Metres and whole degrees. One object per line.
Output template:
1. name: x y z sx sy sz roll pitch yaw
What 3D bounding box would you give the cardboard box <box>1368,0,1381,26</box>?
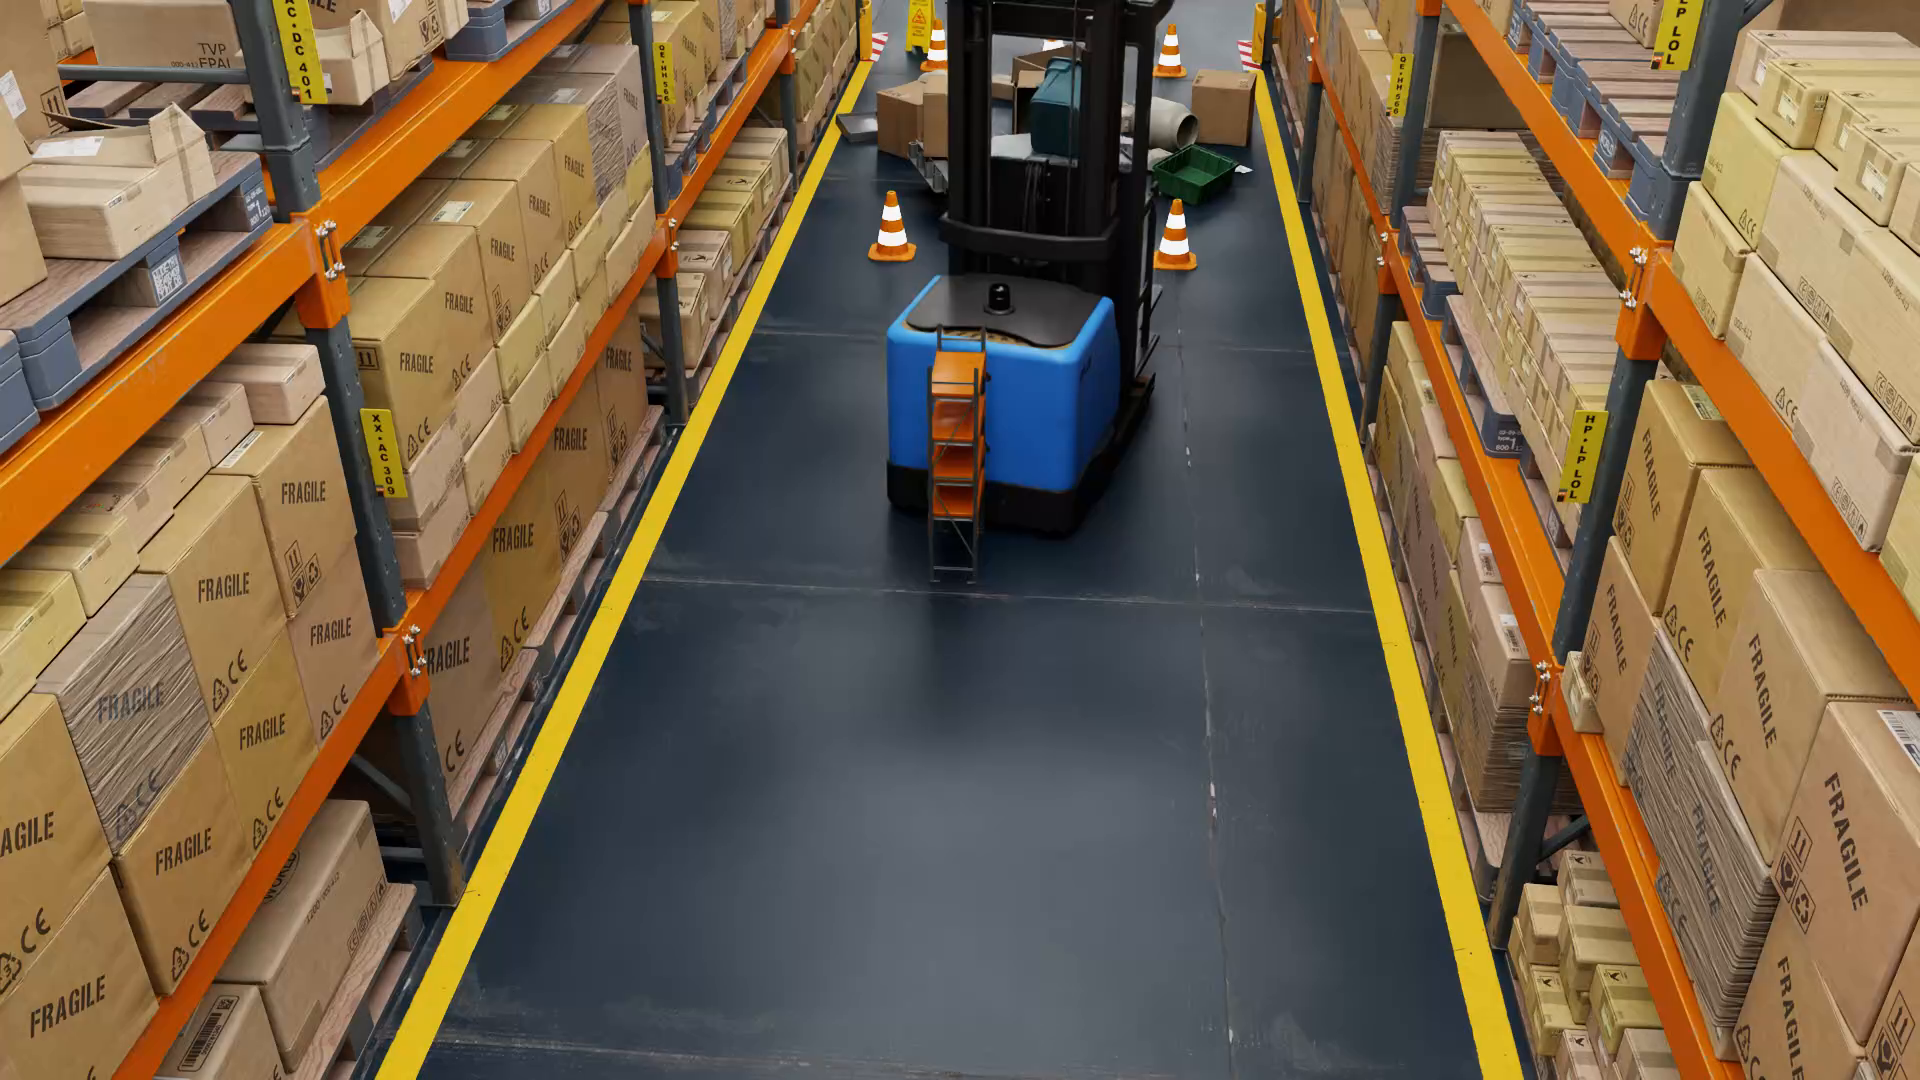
1. cardboard box: 3.037 -3.602 10.687 0.700 0.500 0.500 3 32 4

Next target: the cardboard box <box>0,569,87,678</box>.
1. cardboard box: -2.316 0.194 3.910 0.380 0.149 0.250 2 32 3

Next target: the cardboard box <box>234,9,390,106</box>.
1. cardboard box: -2.051 -1.548 5.271 0.396 0.266 0.258 2 32 4

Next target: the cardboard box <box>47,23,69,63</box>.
1. cardboard box: -6.623 -3.436 11.609 0.500 0.250 0.500 3 32 4

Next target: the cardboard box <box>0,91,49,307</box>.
1. cardboard box: -2.518 -0.738 3.635 0.797 0.503 0.637 5 32 8

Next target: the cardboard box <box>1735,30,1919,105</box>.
1. cardboard box: 2.236 -1.198 4.262 0.380 0.149 0.250 2 32 3

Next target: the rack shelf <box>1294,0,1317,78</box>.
1. rack shelf: 3.315 -4.666 14.149 1.077 0.370 4.000 2 32 4

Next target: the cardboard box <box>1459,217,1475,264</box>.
1. cardboard box: 2.529 -1.376 7.679 0.380 0.149 0.250 3 32 4

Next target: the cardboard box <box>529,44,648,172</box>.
1. cardboard box: -1.896 -2.181 8.381 0.500 0.500 0.500 2 32 3

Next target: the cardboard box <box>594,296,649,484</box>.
1. cardboard box: -2.254 -0.911 8.993 0.875 0.875 0.875 2 32 4

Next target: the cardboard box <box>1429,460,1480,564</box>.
1. cardboard box: 2.394 -0.123 7.358 0.500 0.250 0.500 1 32 2

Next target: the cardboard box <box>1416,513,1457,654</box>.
1. cardboard box: 2.399 0.208 7.536 0.500 0.500 0.500 2 32 3

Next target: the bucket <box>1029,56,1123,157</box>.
1. bucket: 0.866 -3.350 12.998 0.726 0.611 0.620 14 44 21

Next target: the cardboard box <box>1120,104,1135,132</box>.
1. cardboard box: 1.457 -3.740 14.566 0.396 0.266 0.258 8 32 12

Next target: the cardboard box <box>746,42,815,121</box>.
1. cardboard box: -1.472 -3.710 13.417 0.500 0.500 0.500 4 32 6

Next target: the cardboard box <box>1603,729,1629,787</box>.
1. cardboard box: 2.205 0.636 5.099 0.380 0.149 0.250 3 32 5

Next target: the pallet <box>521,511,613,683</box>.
1. pallet: -2.356 0.238 8.162 1.003 0.211 1.213 2 32 4

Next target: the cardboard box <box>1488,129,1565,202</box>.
1. cardboard box: 3.133 -2.101 9.205 0.500 0.500 0.500 3 32 5

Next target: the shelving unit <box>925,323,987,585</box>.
1. shelving unit: -0.017 -0.420 8.288 0.258 1.200 0.503 3 32 5

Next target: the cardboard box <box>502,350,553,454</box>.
1. cardboard box: -2.043 -0.595 7.000 0.500 0.250 0.500 2 32 4

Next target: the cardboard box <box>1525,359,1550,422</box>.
1. cardboard box: 2.398 -0.569 6.370 0.380 0.149 0.250 1 32 2

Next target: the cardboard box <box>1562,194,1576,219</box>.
1. cardboard box: 3.245 -1.630 8.374 0.380 0.149 0.250 3 32 5

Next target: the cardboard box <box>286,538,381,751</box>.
1. cardboard box: -2.224 0.309 5.295 0.500 0.500 0.500 3 32 4

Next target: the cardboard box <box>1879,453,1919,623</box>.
1. cardboard box: 2.061 0.081 3.044 0.500 0.250 0.500 4 32 6

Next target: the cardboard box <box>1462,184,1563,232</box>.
1. cardboard box: 2.530 -1.520 7.629 0.380 0.149 0.250 1 32 2

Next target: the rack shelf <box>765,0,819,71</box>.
1. rack shelf: -1.626 -4.825 14.406 1.077 0.370 4.000 2 32 4

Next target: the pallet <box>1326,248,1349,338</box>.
1. pallet: 3.068 -1.693 11.297 1.003 0.211 1.213 2 32 4

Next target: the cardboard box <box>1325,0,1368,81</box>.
1. cardboard box: 2.801 -3.442 11.381 0.500 0.500 0.500 3 32 4

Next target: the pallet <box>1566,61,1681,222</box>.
1. pallet: 2.658 -1.259 5.254 1.213 0.211 1.003 2 32 4

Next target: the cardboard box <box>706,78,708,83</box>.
1. cardboard box: -1.810 -2.937 10.496 0.380 0.149 0.250 4 32 6

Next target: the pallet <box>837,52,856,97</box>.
1. pallet: -1.571 -4.527 15.895 1.003 0.211 1.213 2 32 4

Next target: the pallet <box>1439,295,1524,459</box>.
1. pallet: 2.707 -0.717 7.237 1.003 0.211 1.213 2 32 4

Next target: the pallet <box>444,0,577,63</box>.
1. pallet: -2.203 -2.267 6.890 1.003 0.211 1.213 4 32 6

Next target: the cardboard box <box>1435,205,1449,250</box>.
1. cardboard box: 2.567 -1.541 8.231 0.380 0.149 0.250 4 32 6

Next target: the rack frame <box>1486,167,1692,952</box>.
1. rack frame: 2.501 0.256 5.475 1.000 3.000 0.127 2 32 4

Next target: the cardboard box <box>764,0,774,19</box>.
1. cardboard box: -1.556 -3.876 12.020 0.380 0.149 0.250 3 32 5

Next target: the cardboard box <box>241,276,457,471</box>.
1. cardboard box: -2.118 -0.588 5.797 0.500 0.500 0.500 3 32 5

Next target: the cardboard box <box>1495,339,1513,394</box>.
1. cardboard box: 2.439 -0.713 6.887 0.380 0.149 0.250 4 32 6

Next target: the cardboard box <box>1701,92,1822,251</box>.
1. cardboard box: 2.223 -0.928 4.205 0.500 0.250 0.500 3 32 6

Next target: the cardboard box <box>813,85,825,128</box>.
1. cardboard box: -1.440 -3.670 14.067 0.500 0.250 0.500 4 32 7

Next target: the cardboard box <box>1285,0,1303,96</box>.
1. cardboard box: 3.419 -4.475 14.778 0.875 0.875 0.875 2 32 3

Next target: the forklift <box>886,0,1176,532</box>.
1. forklift: 0.550 -2.051 9.284 1.130 2.935 3.031 10 33 15

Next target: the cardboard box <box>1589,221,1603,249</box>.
1. cardboard box: 3.202 -1.479 7.846 0.380 0.149 0.250 3 32 5

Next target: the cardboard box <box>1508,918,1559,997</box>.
1. cardboard box: 2.151 1.468 5.826 0.380 0.149 0.250 1 32 2

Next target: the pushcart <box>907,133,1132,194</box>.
1. pushcart: 0.487 -2.898 13.093 1.648 0.377 0.936 -8 33 -13

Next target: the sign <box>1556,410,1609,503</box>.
1. sign: 1.948 -0.258 5.207 0.100 0.325 0.005 2 32 4

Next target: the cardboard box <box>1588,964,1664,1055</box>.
1. cardboard box: 2.214 1.485 5.231 0.380 0.149 0.250 2 32 3

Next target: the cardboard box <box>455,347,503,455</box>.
1. cardboard box: -2.109 -0.543 6.439 0.500 0.250 0.500 3 32 5

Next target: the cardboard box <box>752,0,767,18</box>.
1. cardboard box: -1.637 -3.923 11.477 0.500 0.500 0.500 3 32 4

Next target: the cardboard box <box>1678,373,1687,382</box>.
1. cardboard box: 3.075 -0.542 6.609 0.380 0.149 0.250 1 32 2

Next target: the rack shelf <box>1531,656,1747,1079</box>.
1. rack shelf: 2.338 1.608 3.967 1.077 0.370 4.000 2 32 4

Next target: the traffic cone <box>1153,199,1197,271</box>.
1. traffic cone: 1.538 -2.210 11.895 0.336 0.463 0.334 2 32 4

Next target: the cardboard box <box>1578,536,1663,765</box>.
1. cardboard box: 2.210 0.335 4.968 0.500 0.500 0.500 2 32 3

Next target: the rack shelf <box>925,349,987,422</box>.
1. rack shelf: -0.016 -0.755 8.082 0.258 0.148 0.480 3 32 5

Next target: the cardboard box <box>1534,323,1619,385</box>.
1. cardboard box: 2.405 -0.700 6.299 0.380 0.149 0.250 2 32 4

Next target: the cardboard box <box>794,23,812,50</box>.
1. cardboard box: -1.402 -4.049 13.348 0.380 0.149 0.250 3 32 5
